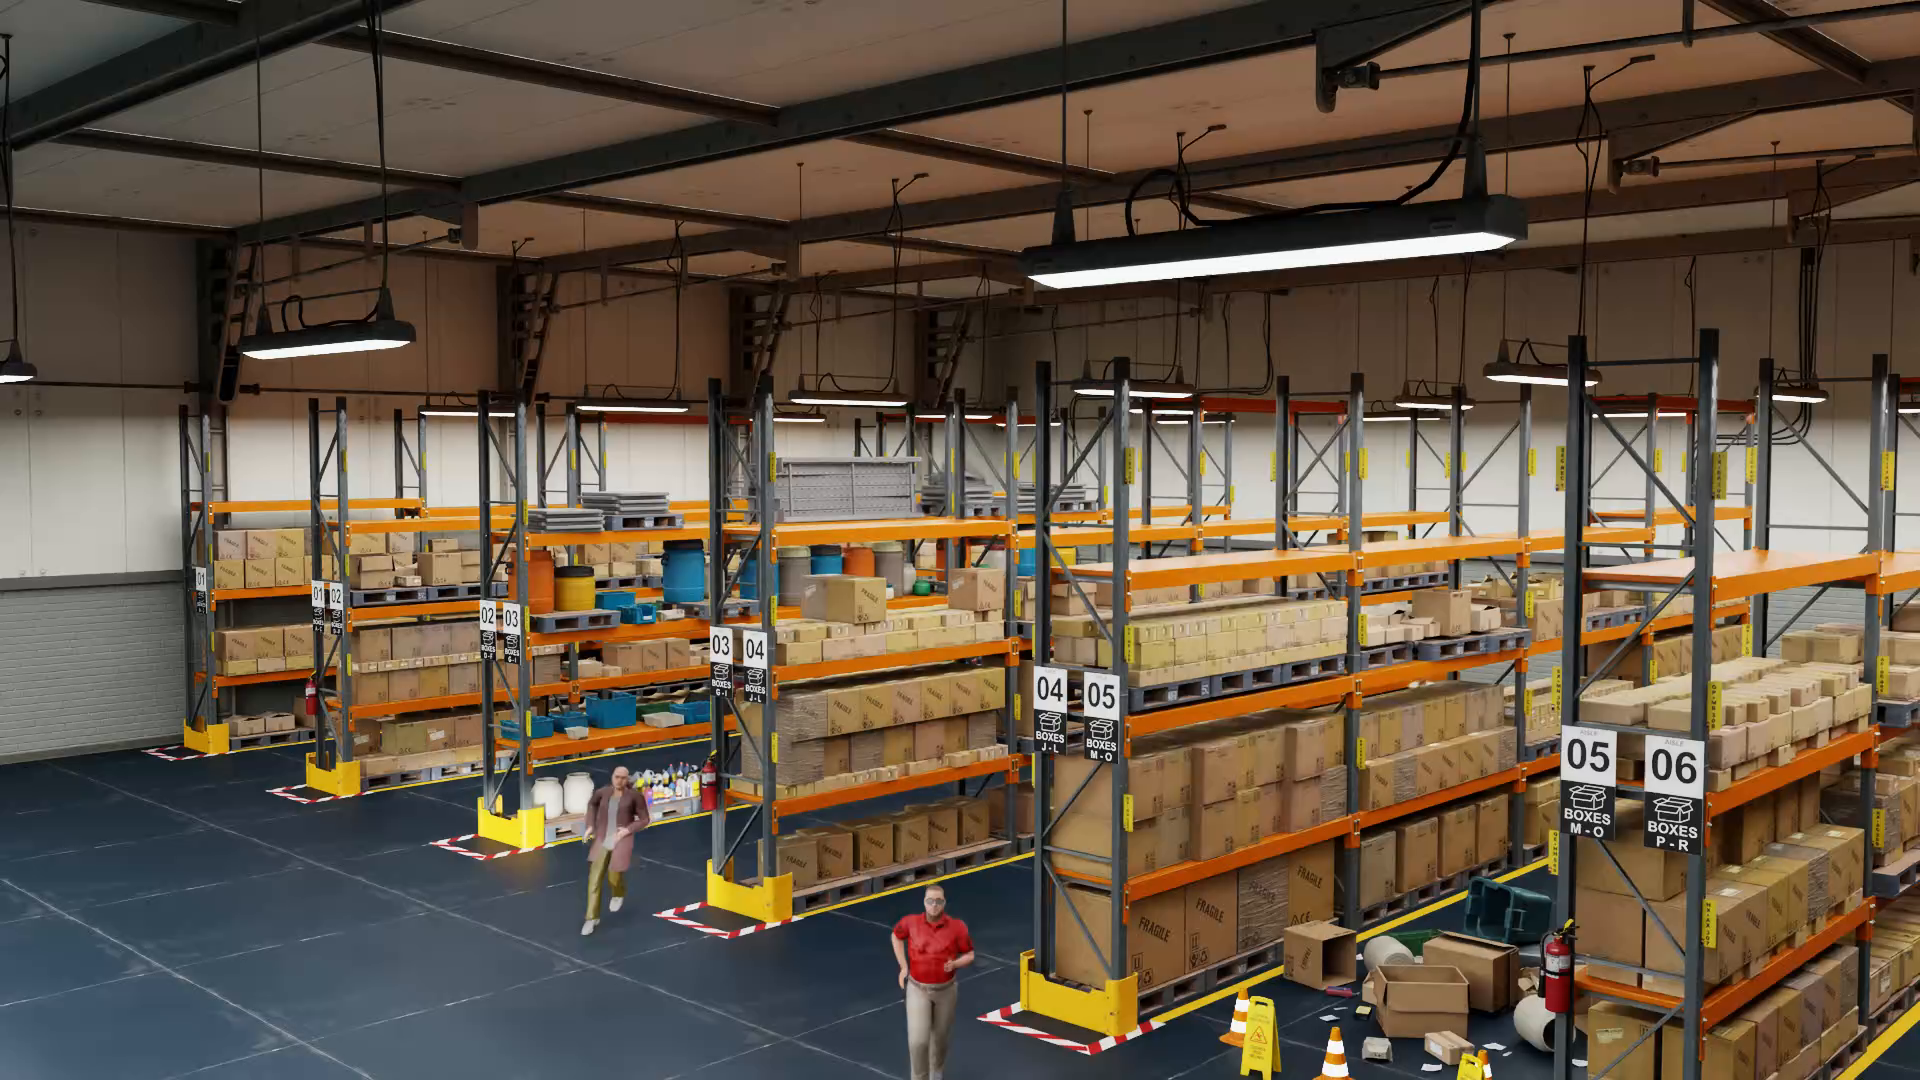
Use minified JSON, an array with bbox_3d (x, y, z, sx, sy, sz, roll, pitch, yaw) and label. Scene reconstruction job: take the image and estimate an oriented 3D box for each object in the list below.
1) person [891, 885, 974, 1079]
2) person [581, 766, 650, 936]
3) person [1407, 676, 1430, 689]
[{"bbox_3d":[-0.210,3.622,13.147,0.643,1.798,0.801,0,3,-5],"label":"person"},{"bbox_3d":[-3.753,3.339,18.188,0.746,1.761,0.983,0,3,6],"label":"person"},{"bbox_3d":[7.256,2.872,26.123,0.703,1.761,1.065,2,4,36],"label":"person"}]
